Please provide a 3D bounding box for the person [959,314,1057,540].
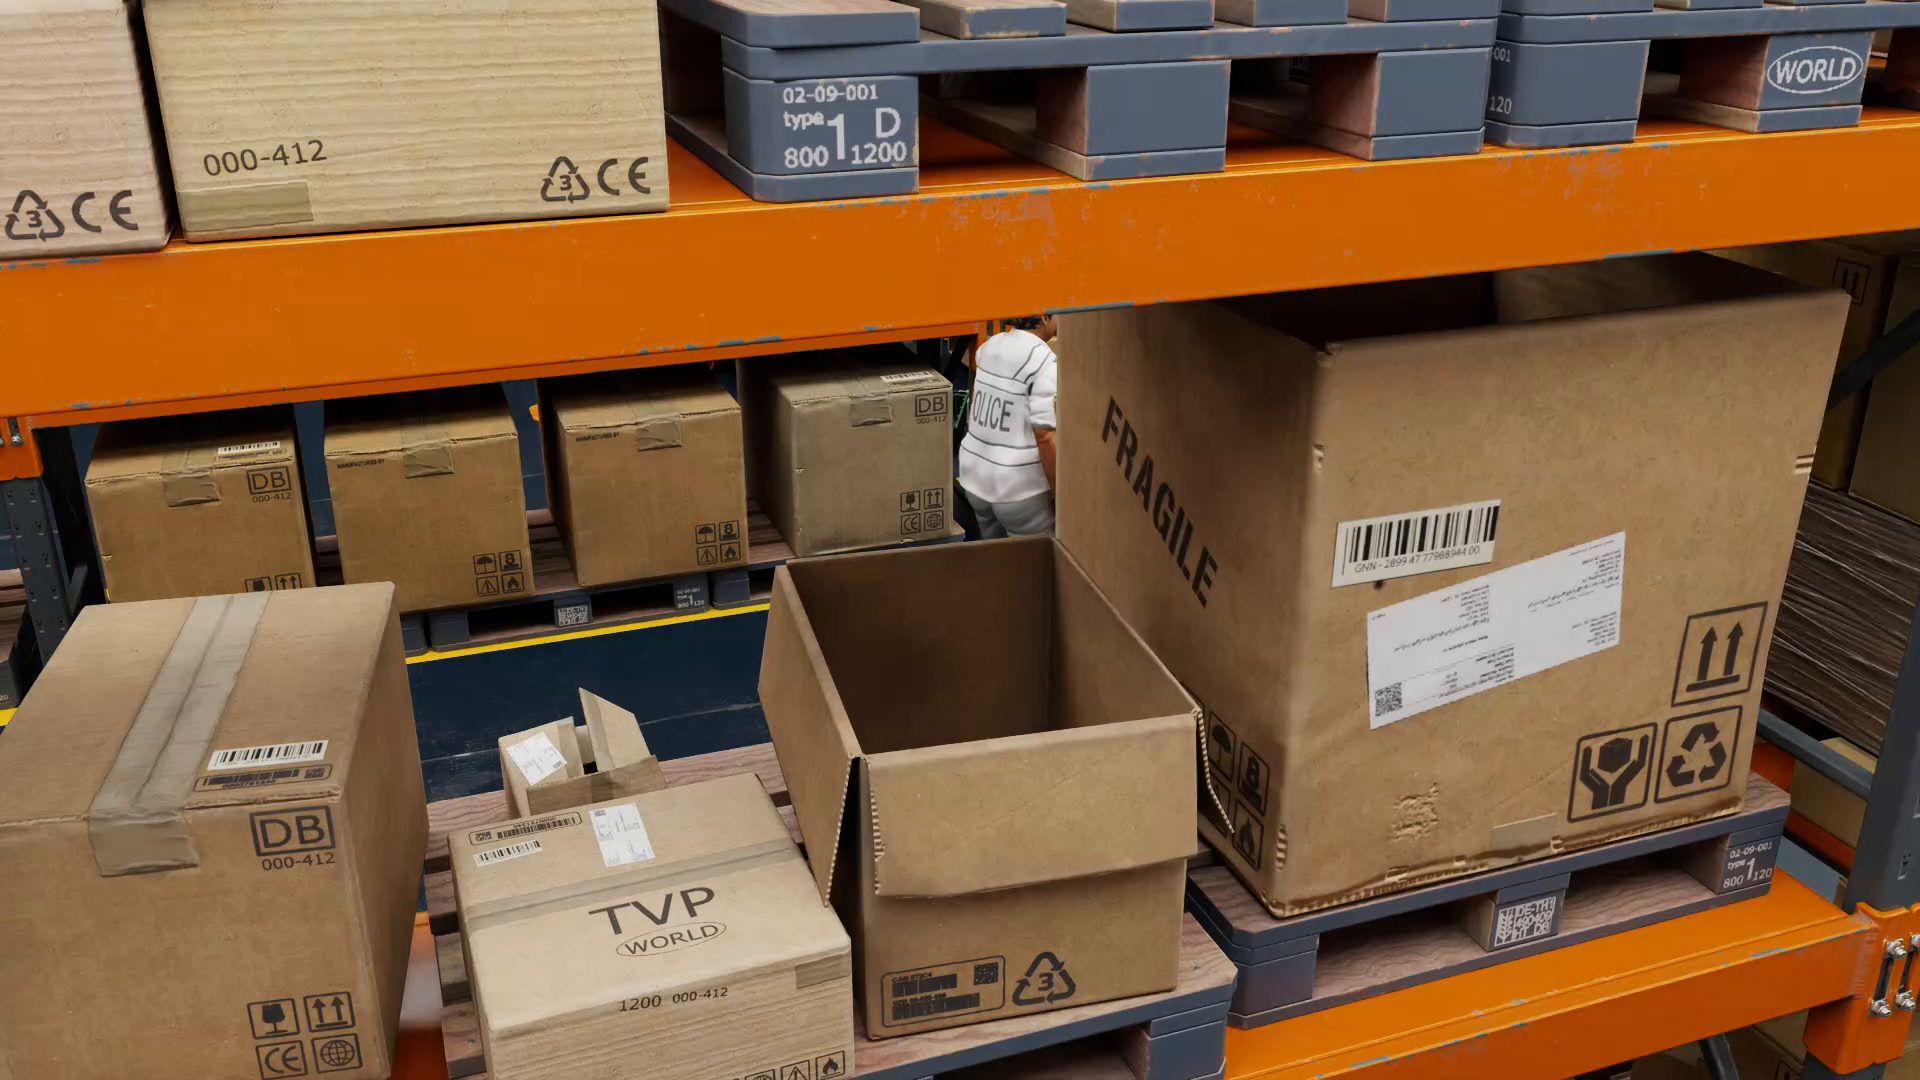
[{"bbox_3d":[0.265,-0.216,6.602,0.471,1.665,0.564,-15,27,-32],"label":"person"}]
